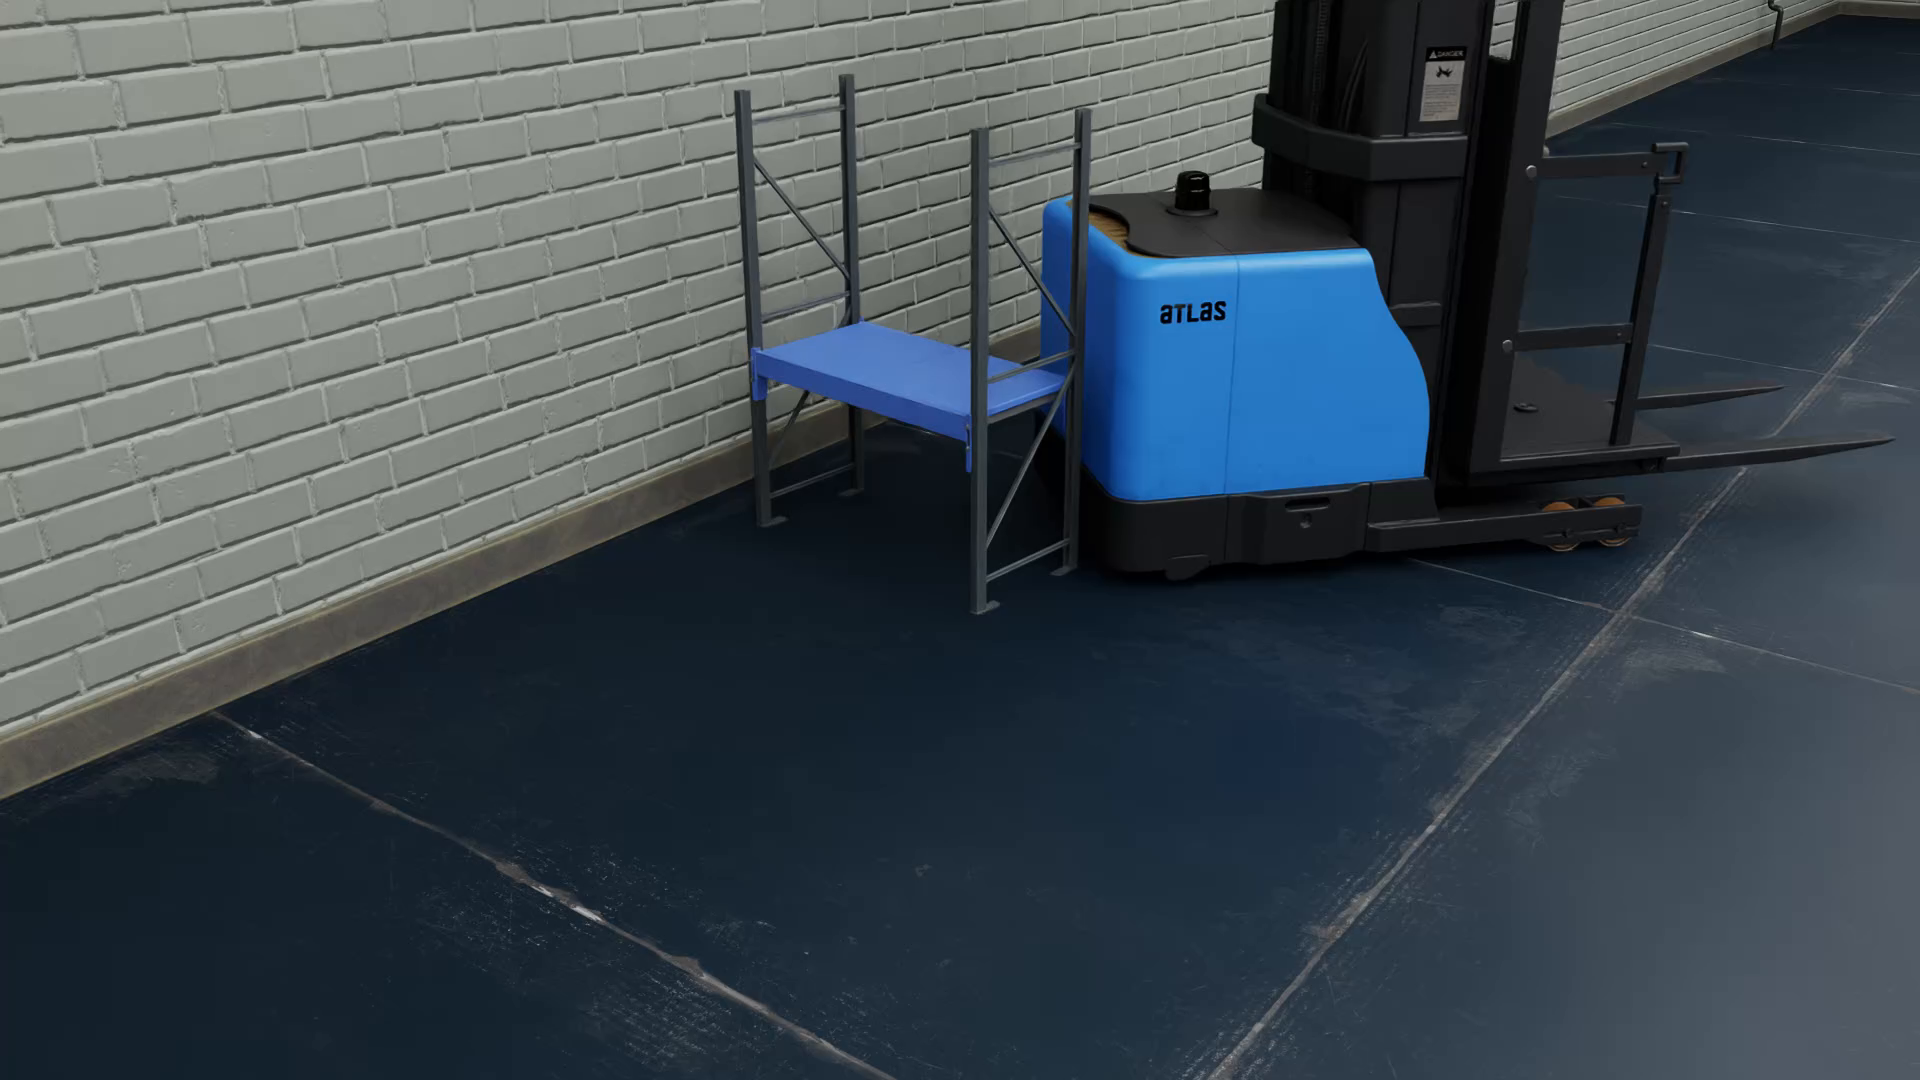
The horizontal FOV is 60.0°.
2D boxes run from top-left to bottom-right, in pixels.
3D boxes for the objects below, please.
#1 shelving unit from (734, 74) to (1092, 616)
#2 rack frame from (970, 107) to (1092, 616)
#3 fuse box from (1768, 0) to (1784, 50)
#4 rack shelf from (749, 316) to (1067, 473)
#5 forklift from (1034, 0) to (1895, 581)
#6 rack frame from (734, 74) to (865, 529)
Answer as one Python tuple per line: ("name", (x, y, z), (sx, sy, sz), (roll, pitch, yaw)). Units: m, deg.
("shelving unit", (-0.161, -0.664, 5.397), (1.048, 1.500, 0.538), (20, 31, 38))
("rack frame", (0.212, -0.525, 5.081), (0.032, 1.500, 0.500), (20, 31, 38))
("fuse box", (8.551, -5.916, 17.055), (0.414, 1.711, 0.539), (17, 29, 33))
("rack shelf", (-0.161, -0.499, 5.469), (1.000, 0.185, 0.538), (20, 31, 38))
("forklift", (1.848, -1.503, 5.526), (3.031, 2.935, 1.130), (-5, 24, -12))
("rack frame", (-0.534, -0.803, 5.713), (0.032, 1.500, 0.500), (20, 31, 38))
